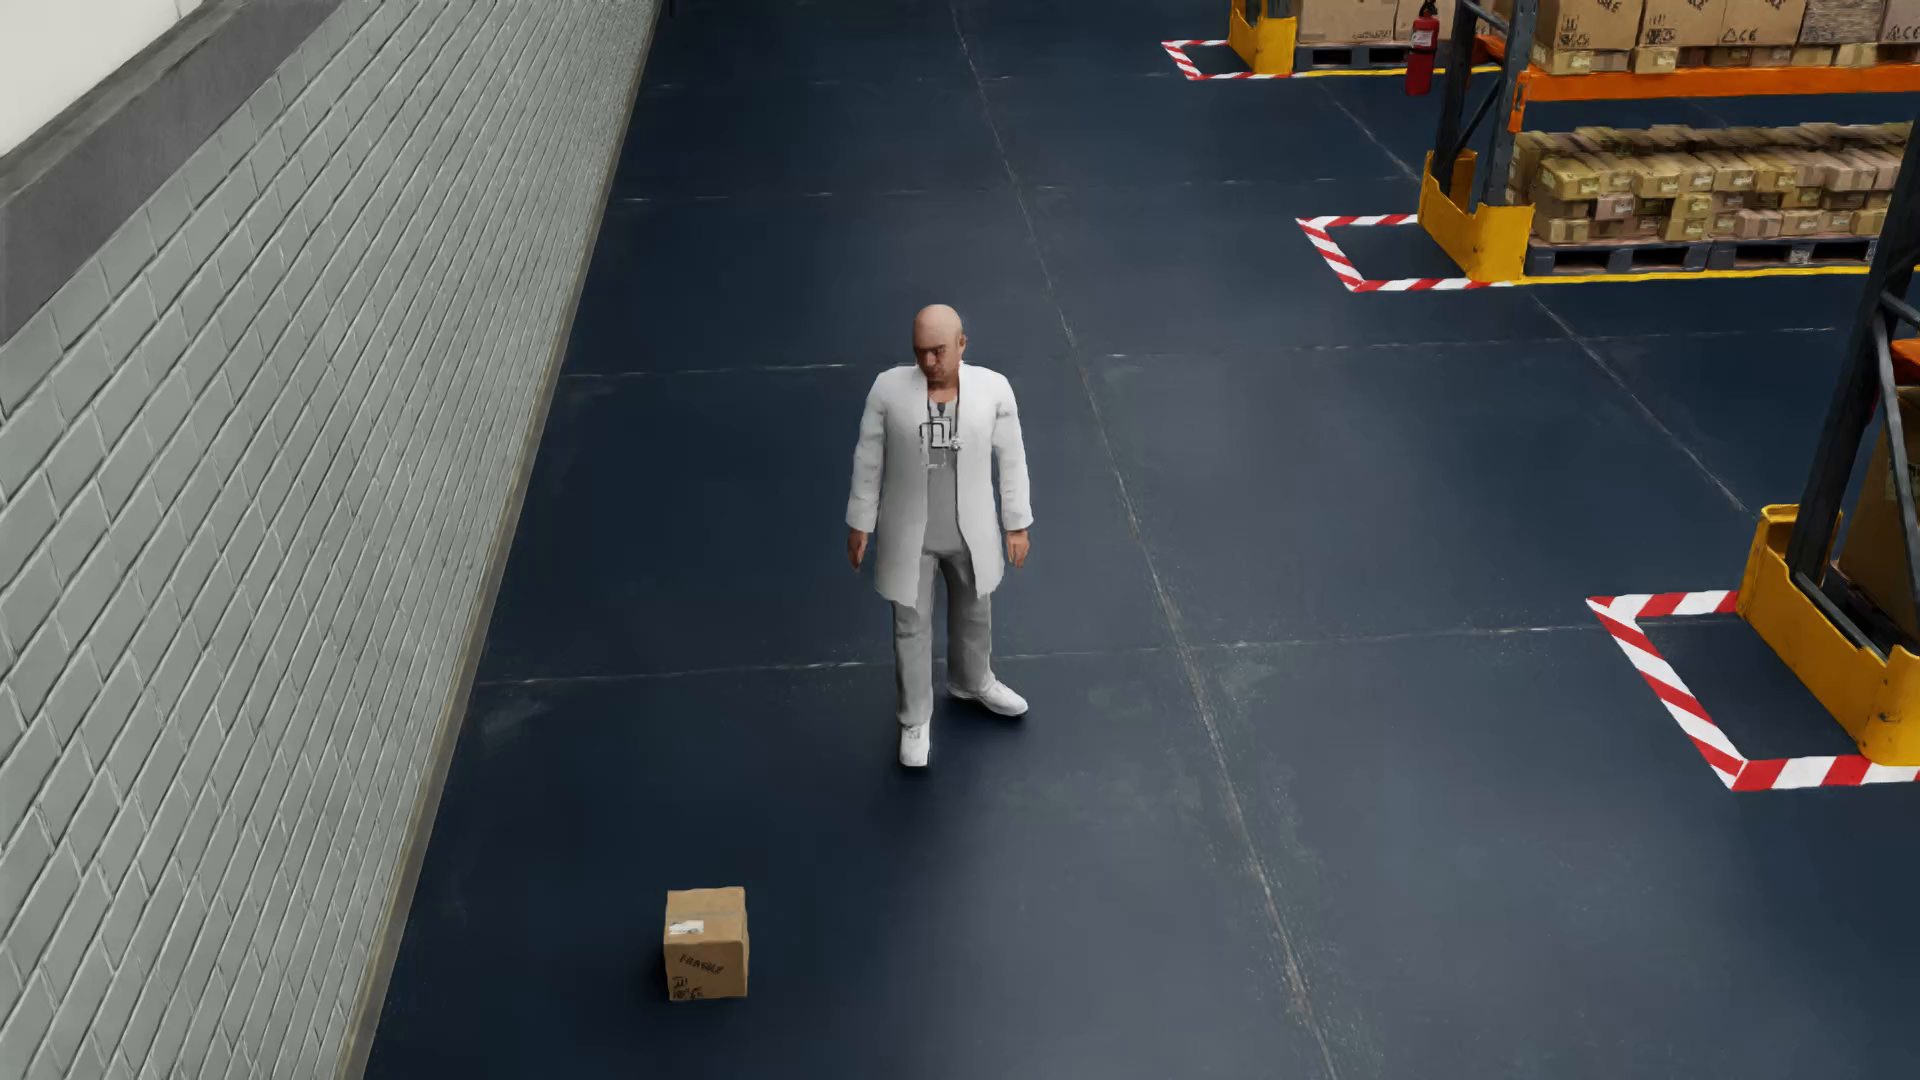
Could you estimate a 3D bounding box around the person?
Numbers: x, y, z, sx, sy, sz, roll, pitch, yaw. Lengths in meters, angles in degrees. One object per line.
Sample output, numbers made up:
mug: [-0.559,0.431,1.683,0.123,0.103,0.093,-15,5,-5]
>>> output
person: [-0.067,-0.020,6.135,0.700,1.781,0.574,-4,31,-7]
